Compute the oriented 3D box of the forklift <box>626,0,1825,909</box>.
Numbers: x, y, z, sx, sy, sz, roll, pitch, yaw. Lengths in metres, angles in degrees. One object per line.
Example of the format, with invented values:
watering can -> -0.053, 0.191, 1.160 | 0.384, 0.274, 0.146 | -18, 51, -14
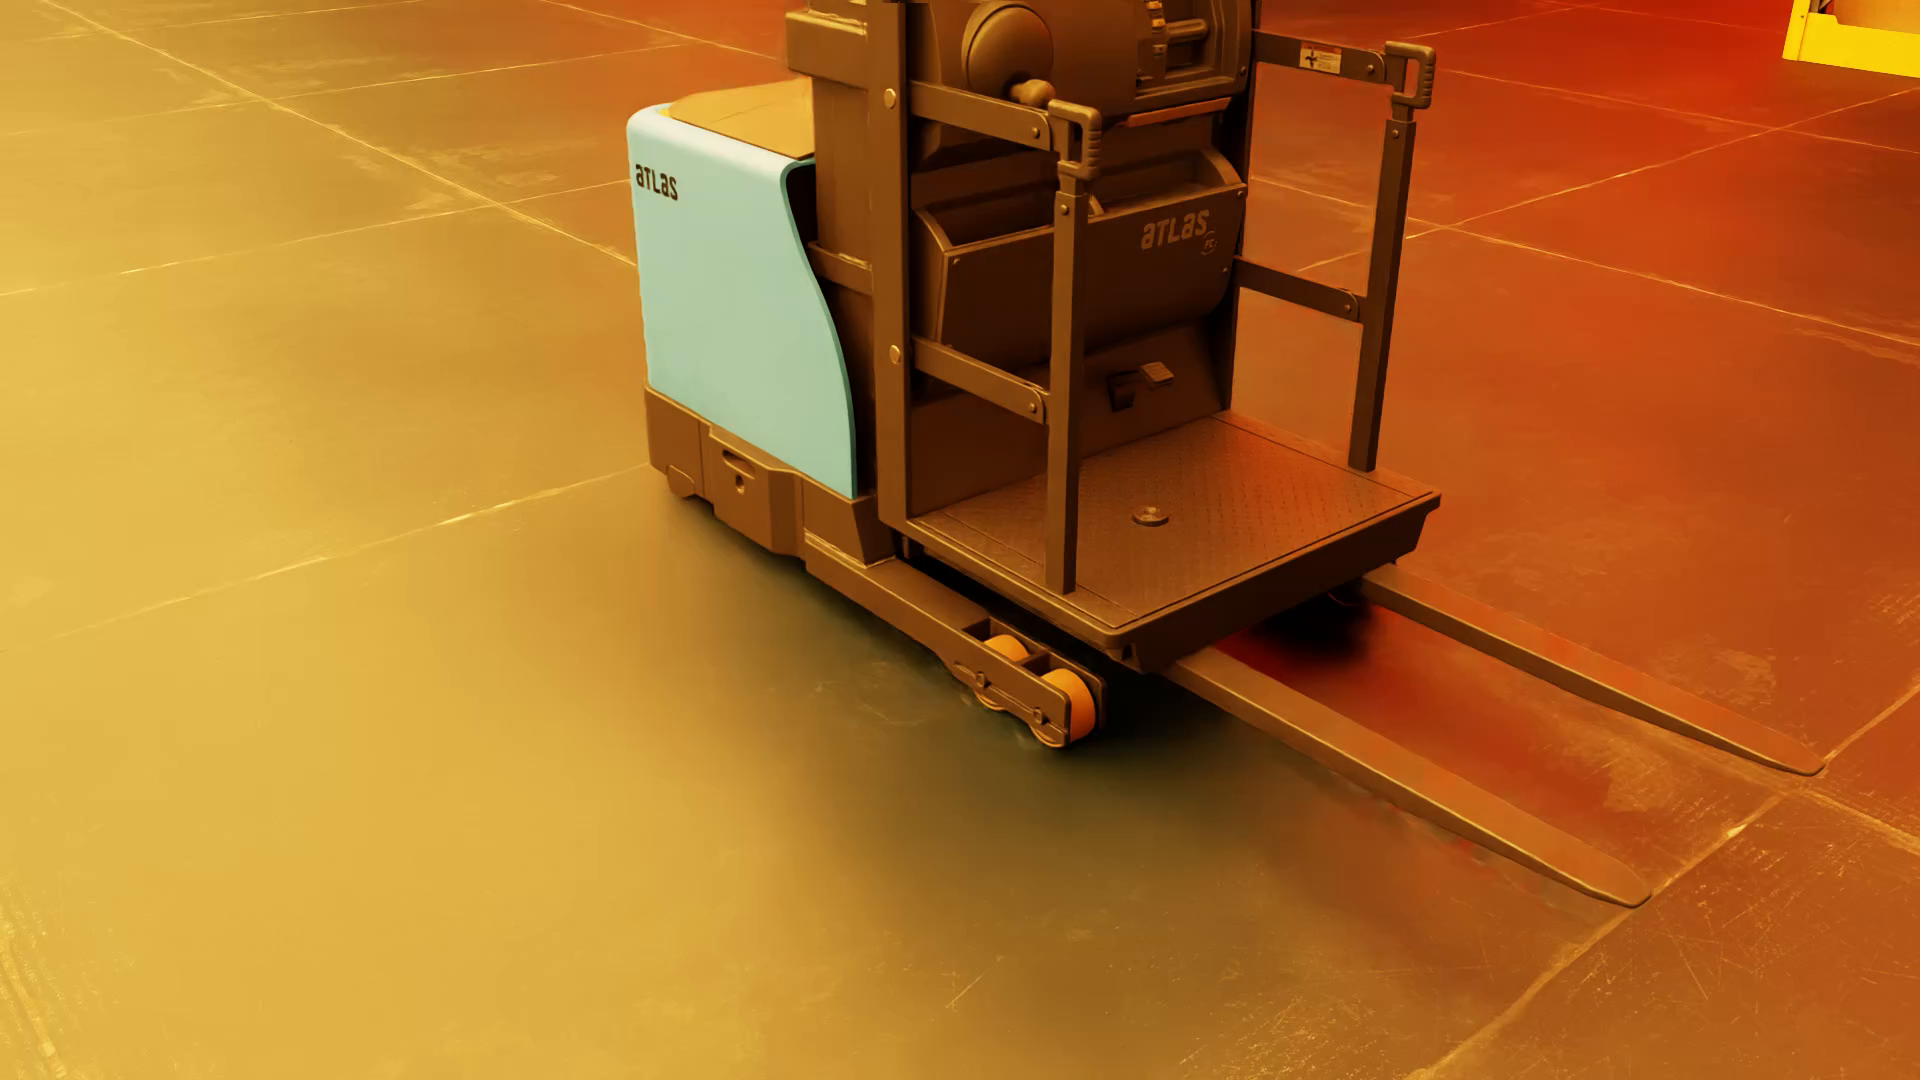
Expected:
forklift -> 0.424, -1.117, 3.454 | 1.130, 2.935, 3.031 | -20, 33, -35
